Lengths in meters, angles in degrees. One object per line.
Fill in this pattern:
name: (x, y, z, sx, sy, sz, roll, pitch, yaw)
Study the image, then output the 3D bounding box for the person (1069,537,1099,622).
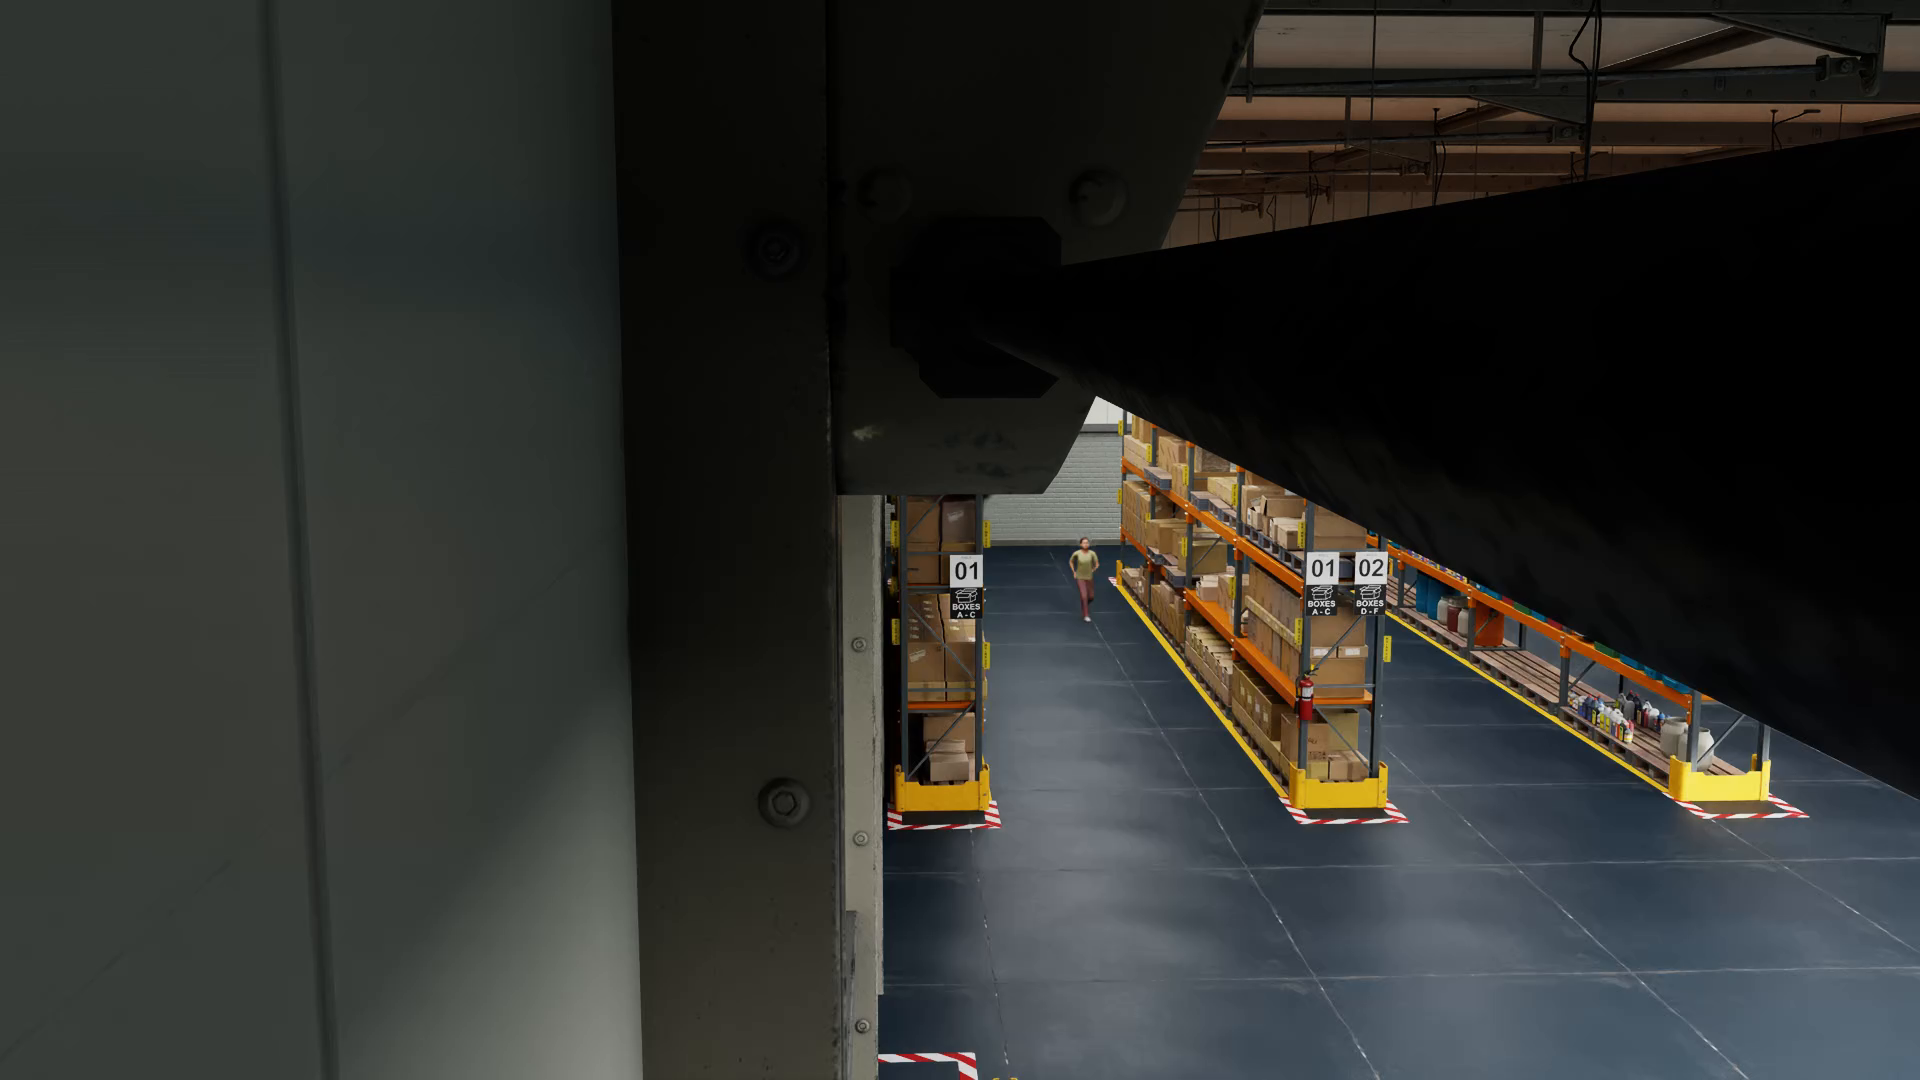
person: (2.420, 0.746, 32.433, 0.579, 1.632, 0.694, -1, 8, -6)
